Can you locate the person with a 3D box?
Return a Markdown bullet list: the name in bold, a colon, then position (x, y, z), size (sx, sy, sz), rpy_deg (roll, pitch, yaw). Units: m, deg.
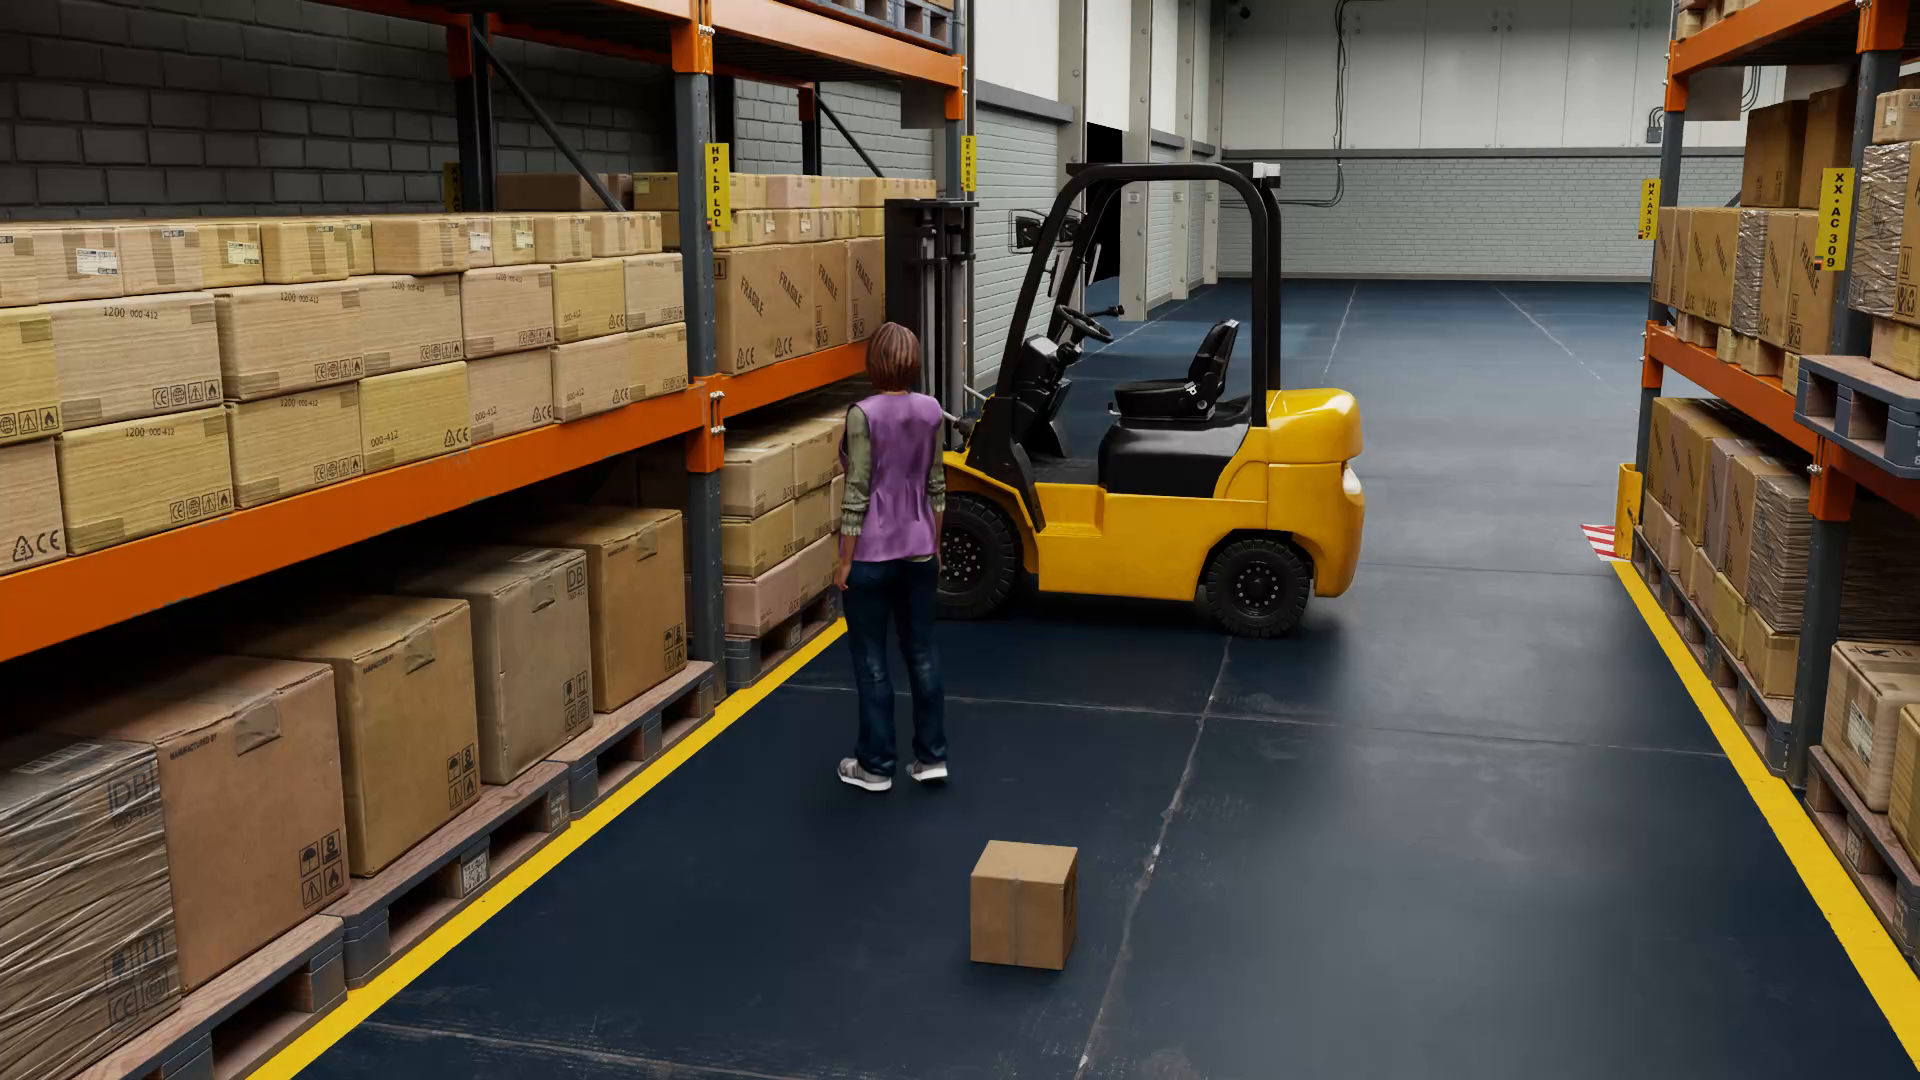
- **person**: position (-0.246, 0.079, 5.663), size (0.413, 1.639, 0.334), rpy_deg (-8, 14, -33)
